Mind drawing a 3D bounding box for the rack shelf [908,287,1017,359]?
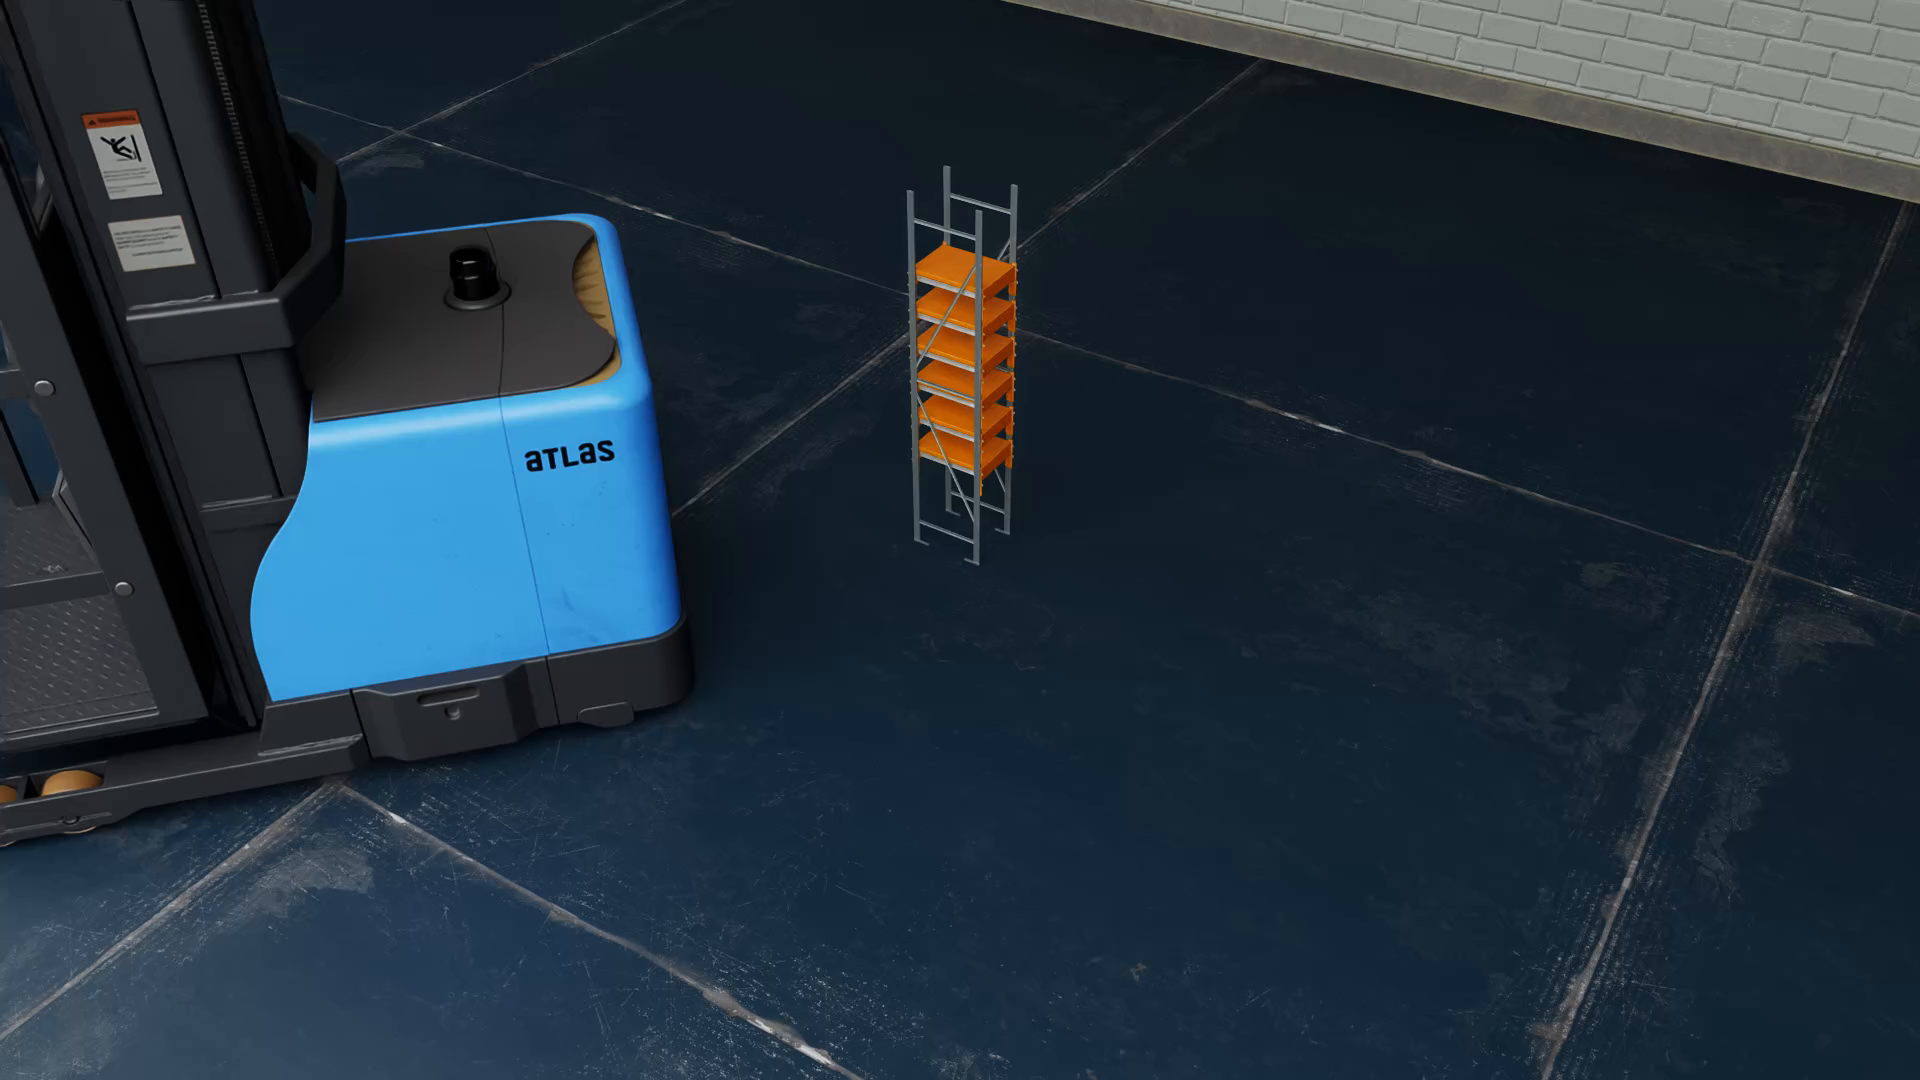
[{"bbox_3d":[0.008,-0.638,4.774,0.258,0.103,0.180,21,42,25],"label":"rack shelf"}]

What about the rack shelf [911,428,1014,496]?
[{"bbox_3d":[0.008,-0.257,5.067,0.258,0.103,0.180,21,42,25],"label":"rack shelf"}]

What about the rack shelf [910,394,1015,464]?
[{"bbox_3d":[0.008,-0.352,4.994,0.258,0.103,0.180,21,42,25],"label":"rack shelf"}]

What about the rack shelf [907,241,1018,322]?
[{"bbox_3d":[0.008,-0.733,4.701,0.258,0.103,0.180,21,42,25],"label":"rack shelf"}]

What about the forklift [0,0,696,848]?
[{"bbox_3d":[-2.311,-0.735,3.802,3.031,2.935,1.130,-9,39,-12],"label":"forklift"}]

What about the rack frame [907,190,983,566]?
[{"bbox_3d":[-0.041,-0.435,4.832,0.240,1.200,0.006,21,42,25],"label":"rack frame"}]

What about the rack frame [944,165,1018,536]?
[{"bbox_3d":[0.057,-0.530,4.955,0.240,1.200,0.006,21,42,25],"label":"rack frame"}]

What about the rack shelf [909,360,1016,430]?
[{"bbox_3d":[0.008,-0.447,4.920,0.258,0.103,0.180,21,42,25],"label":"rack shelf"}]

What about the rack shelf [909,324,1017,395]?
[{"bbox_3d":[0.008,-0.542,4.847,0.258,0.103,0.180,21,42,25],"label":"rack shelf"}]

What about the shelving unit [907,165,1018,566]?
[{"bbox_3d":[0.008,-0.483,4.893,0.258,1.200,0.189,21,42,25],"label":"shelving unit"}]
